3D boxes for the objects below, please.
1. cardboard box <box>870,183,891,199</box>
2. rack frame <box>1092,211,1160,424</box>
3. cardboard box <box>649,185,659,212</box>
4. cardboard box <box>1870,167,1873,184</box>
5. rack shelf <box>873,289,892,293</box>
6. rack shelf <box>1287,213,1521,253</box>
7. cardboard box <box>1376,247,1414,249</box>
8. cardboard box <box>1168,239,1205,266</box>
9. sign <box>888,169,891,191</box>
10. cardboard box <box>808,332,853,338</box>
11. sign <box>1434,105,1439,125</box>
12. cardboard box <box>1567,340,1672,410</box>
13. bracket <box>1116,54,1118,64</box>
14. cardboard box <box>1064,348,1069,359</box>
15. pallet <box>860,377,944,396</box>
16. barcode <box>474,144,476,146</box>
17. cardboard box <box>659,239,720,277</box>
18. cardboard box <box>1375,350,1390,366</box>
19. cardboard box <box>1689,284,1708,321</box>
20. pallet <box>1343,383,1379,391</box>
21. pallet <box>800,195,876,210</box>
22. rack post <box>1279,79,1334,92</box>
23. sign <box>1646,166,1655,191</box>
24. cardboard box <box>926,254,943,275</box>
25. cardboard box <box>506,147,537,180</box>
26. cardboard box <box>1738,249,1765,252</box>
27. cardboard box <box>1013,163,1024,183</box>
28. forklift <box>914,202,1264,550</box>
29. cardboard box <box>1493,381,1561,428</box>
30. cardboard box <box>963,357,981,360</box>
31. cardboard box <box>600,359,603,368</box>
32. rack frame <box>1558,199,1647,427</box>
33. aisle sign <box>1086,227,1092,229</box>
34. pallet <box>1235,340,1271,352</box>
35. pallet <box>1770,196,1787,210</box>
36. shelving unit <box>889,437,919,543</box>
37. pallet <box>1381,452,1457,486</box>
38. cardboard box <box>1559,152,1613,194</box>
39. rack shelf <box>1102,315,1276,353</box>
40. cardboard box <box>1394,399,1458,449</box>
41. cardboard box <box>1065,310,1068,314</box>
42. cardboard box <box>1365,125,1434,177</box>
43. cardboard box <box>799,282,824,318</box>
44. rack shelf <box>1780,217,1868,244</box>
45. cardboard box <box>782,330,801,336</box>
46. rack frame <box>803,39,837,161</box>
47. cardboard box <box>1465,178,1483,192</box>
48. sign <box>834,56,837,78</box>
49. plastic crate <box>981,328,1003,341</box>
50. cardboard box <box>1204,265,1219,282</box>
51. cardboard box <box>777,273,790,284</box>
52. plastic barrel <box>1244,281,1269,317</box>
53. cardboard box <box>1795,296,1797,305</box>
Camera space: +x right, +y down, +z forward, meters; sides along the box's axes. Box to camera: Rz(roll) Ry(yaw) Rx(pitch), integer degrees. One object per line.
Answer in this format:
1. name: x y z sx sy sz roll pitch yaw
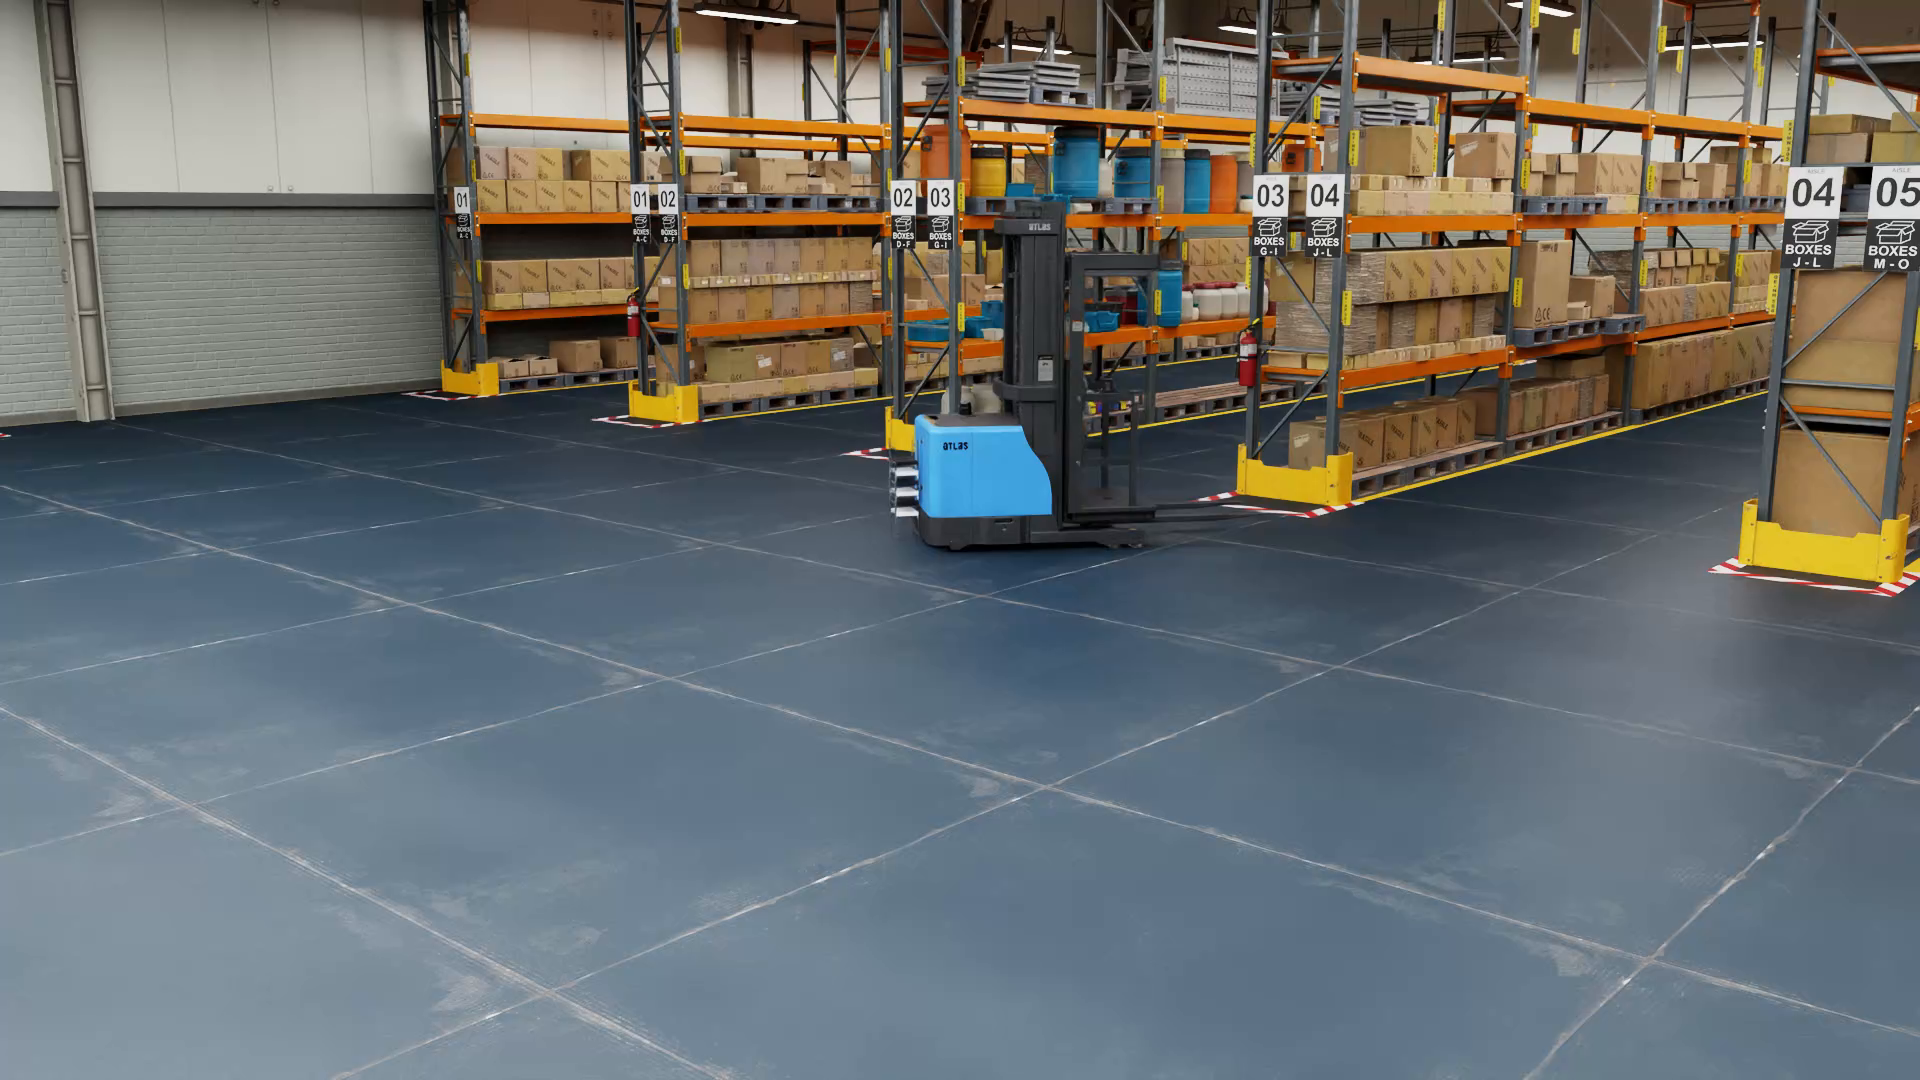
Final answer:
1. cardboard box: -1.061 -5.450 25.993 0.500 0.250 0.500 -10 15 -42
2. rack frame: 2.243 -3.116 22.656 1.000 3.000 0.127 10 15 40
3. cardboard box: -5.348 -5.820 28.230 0.500 0.500 0.500 10 15 42
4. cardboard box: 7.451 -3.039 13.923 0.380 0.149 0.250 10 15 41
5. rack shelf: -1.238 -4.927 33.559 1.077 0.370 4.000 10 15 40
6. rack shelf: 4.644 -3.300 17.753 1.077 0.370 4.000 10 15 40
7. cardboard box: 4.816 -2.981 18.409 0.500 0.500 0.500 10 15 40
8. cardboard box: 4.328 -5.507 31.815 0.500 0.500 0.500 10 15 42
9. sign: -1.057 -5.449 25.155 0.100 0.325 0.005 10 15 40
10. cardboard box: -2.016 -2.955 25.881 0.500 0.500 0.500 10 15 40
11. sign: 7.936 -7.061 27.624 0.100 0.325 0.005 10 15 40
12. cardboard box: 9.075 -2.327 23.058 1.225 0.875 0.875 9 14 38
13. bracket: 3.848 -11.272 38.982 0.235 0.232 0.430 10 15 40
14. cardboard box: 1.681 -3.366 29.164 0.500 0.500 0.500 11 15 43
15. pallet: -1.018 -2.503 26.706 1.003 0.211 1.213 10 15 40
16. barcode: -7.746 -6.282 26.509 0.001 0.075 0.075 10 15 40
17. cardboard box: -3.763 -3.929 23.156 0.700 0.500 0.500 10 15 41
18. cardboard box: 4.196 -1.884 17.127 0.380 0.149 0.250 10 15 40
19. cardboard box: 10.470 -3.448 24.062 0.500 0.500 0.500 10 15 40
20. pallet: 6.178 -2.638 27.378 1.003 0.211 1.213 10 15 40
21. pallet: -2.019 -5.056 24.935 1.003 0.211 1.213 10 15 40
22. rack post: 5.324 -7.027 25.602 0.624 0.289 0.986 10 15 40
23. sign: 9.011 -4.719 21.699 0.100 0.325 0.005 10 15 40
24. cardboard box: -0.700 -5.529 33.671 0.500 0.500 0.500 10 15 40
25. cardboard box: -7.033 -5.921 26.182 0.500 0.500 0.500 10 15 40
26. cardboard box: 13.035 -4.572 27.654 0.500 0.500 0.500 9 15 39
27. cardboard box: 1.098 -7.739 35.285 0.500 0.500 0.500 9 15 39
28. forklift: 1.148 -1.465 14.561 3.031 2.935 1.130 -2 11 -9
29. cardboard box: 7.083 -1.704 20.841 0.700 0.500 0.500 8 14 36
30. cardboard box: -0.001 -3.145 27.315 0.500 0.311 0.500 10 15 42
31. cardboard box: -6.269 -2.982 28.140 0.380 0.149 0.250 8 14 36
32. rack frame: 8.604 -3.065 22.396 1.000 3.000 0.127 10 15 40
33. aisle sign: 2.996 -7.409 37.513 0.394 0.787 0.004 10 15 40
34. pallet: 5.871 -4.027 34.334 1.003 0.211 1.213 10 15 40
35. pallet: 12.598 -5.378 26.548 1.003 0.211 1.213 10 15 40
36. shelving unit: -0.492 -0.442 14.623 0.210 0.900 0.258 -3 12 -14
37. pallet: 4.742 -0.825 18.302 1.003 0.211 1.213 10 15 40
38. cardboard box: 7.809 -4.579 20.791 0.500 0.500 0.500 10 15 41
39. rack shelf: 3.564 -3.058 24.200 1.077 0.370 4.000 10 15 40
40. cardboard box: 5.297 -1.317 18.958 0.500 0.500 0.500 -7 13 -30
41. cardboard box: 2.006 -4.953 37.163 0.700 0.500 0.500 10 15 40
42. cardboard box: 4.506 -3.982 17.040 0.500 0.500 0.500 10 15 40
43. cardboard box: -2.441 -3.589 24.765 0.700 0.500 0.500 10 15 41
44. rack shelf: 8.303 -2.644 14.468 1.077 0.370 4.000 10 15 40
45. cardboard box: -3.422 -3.802 31.349 0.700 0.500 0.500 10 15 40
46. rack frame: -2.558 -7.928 31.428 1.000 3.000 0.127 10 15 40
47. cardboard box: 5.458 -3.864 18.107 0.380 0.149 0.250 9 15 39
48. sign: -1.890 -7.265 25.521 0.100 0.325 0.005 10 15 40
49. plastic crate: 0.435 -2.489 20.186 0.298 0.136 0.250 10 15 40
50. cardboard box: 4.683 -5.099 32.327 0.500 0.500 0.500 10 15 41
51. cardboard box: -2.679 -3.792 24.127 0.380 0.149 0.250 10 15 41
52. plastic barrel: 4.365 -3.581 24.695 0.421 0.512 0.421 0 11 0
53. cardboard box: 13.727 -3.985 27.646 0.380 0.149 0.250 10 15 41
